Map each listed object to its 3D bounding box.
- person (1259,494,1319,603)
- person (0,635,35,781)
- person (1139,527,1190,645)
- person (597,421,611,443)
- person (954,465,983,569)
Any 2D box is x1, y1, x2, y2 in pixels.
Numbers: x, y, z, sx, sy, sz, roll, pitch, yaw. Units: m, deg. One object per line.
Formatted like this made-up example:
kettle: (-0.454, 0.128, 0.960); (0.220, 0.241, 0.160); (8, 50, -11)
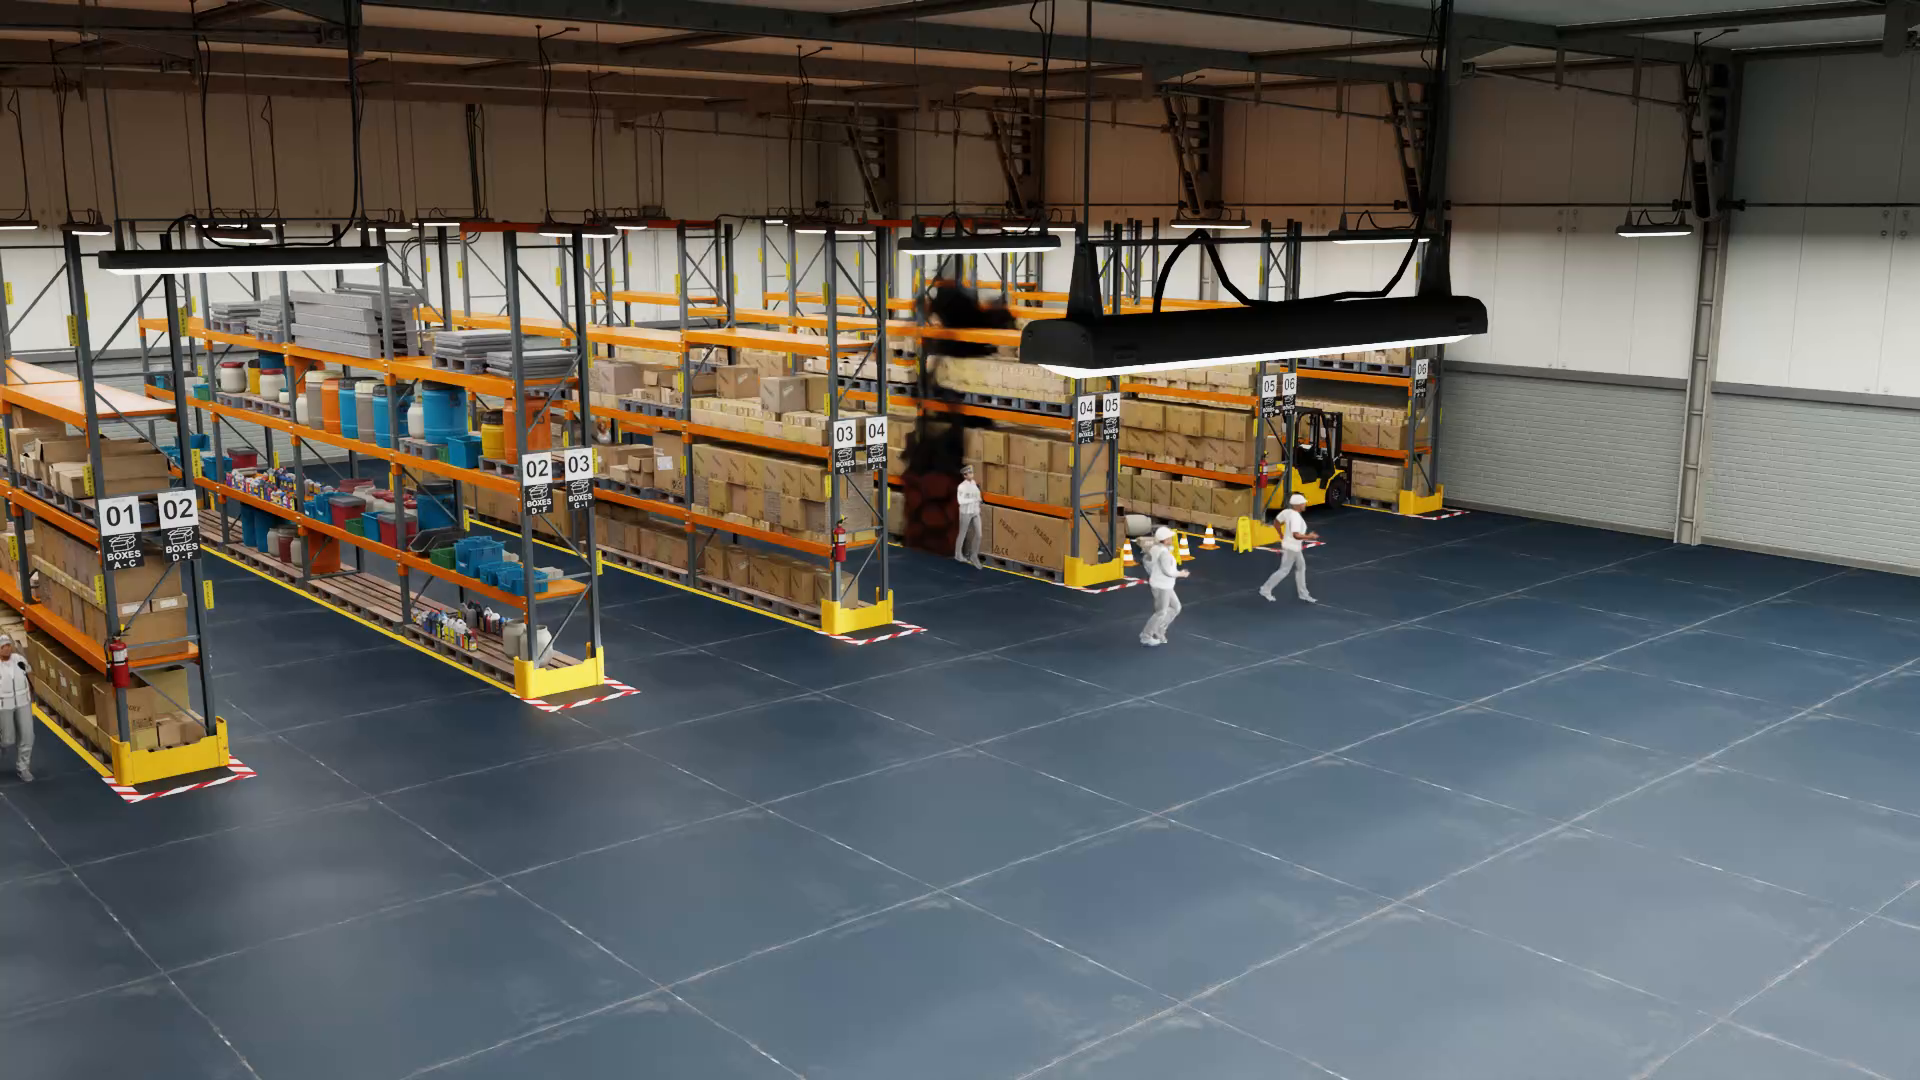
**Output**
person: (5.281, 0.150, 26.594); (0.948, 1.781, 0.653); (1, 11, 6)
person: (-10.653, 1.855, 18.644); (0.685, 1.643, 0.608); (10, 15, 41)
person: (2.961, 0.687, 24.057); (0.700, 1.781, 0.612); (0, 11, -2)
person: (-7.962, -1.860, 37.070); (0.552, 1.596, 0.735); (-8, 14, -34)
person: (0.186, -0.390, 28.175); (0.592, 1.783, 0.666); (-11, 16, -43)
